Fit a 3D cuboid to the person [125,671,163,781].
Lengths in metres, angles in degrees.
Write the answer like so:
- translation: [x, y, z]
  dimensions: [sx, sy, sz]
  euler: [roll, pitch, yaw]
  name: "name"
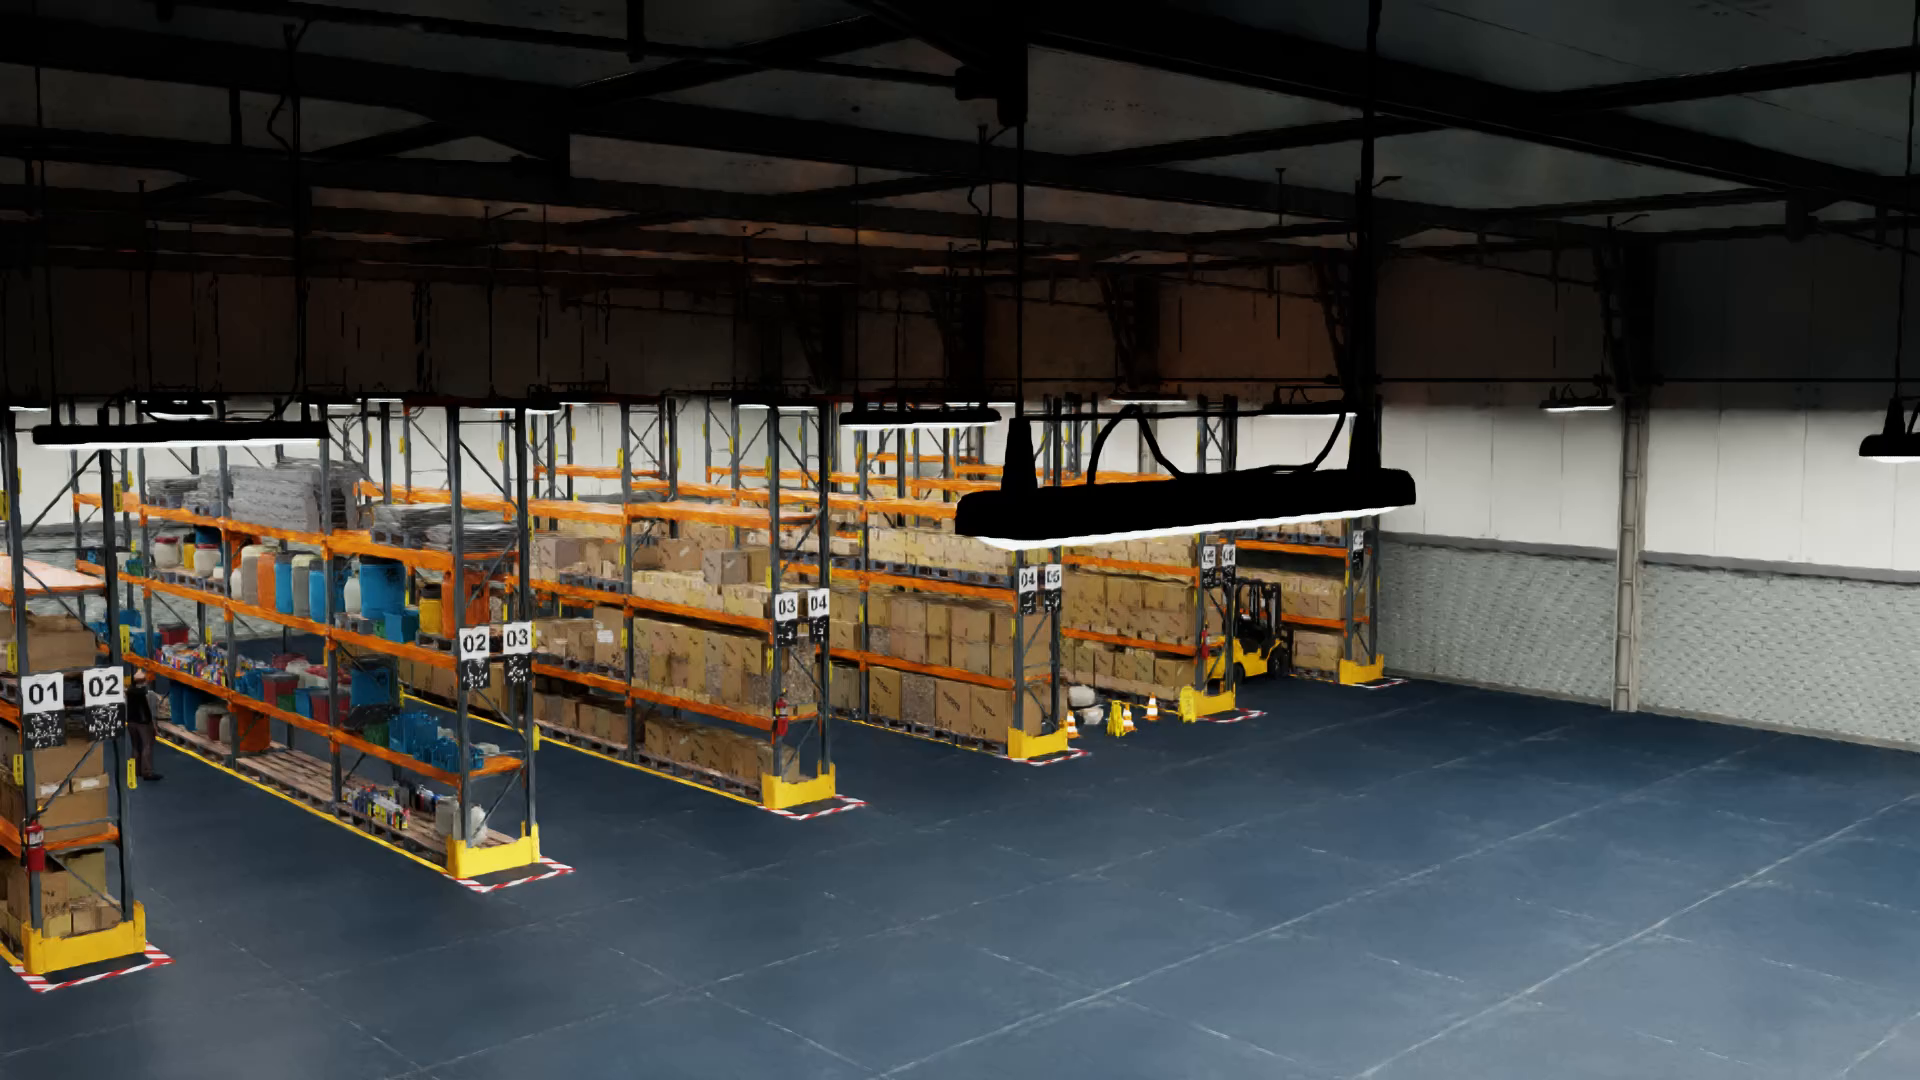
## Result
- translation: [-12.894, 2.920, 26.295]
  dimensions: [0.584, 1.726, 0.448]
  euler: [2, 6, 16]
  name: "person"
